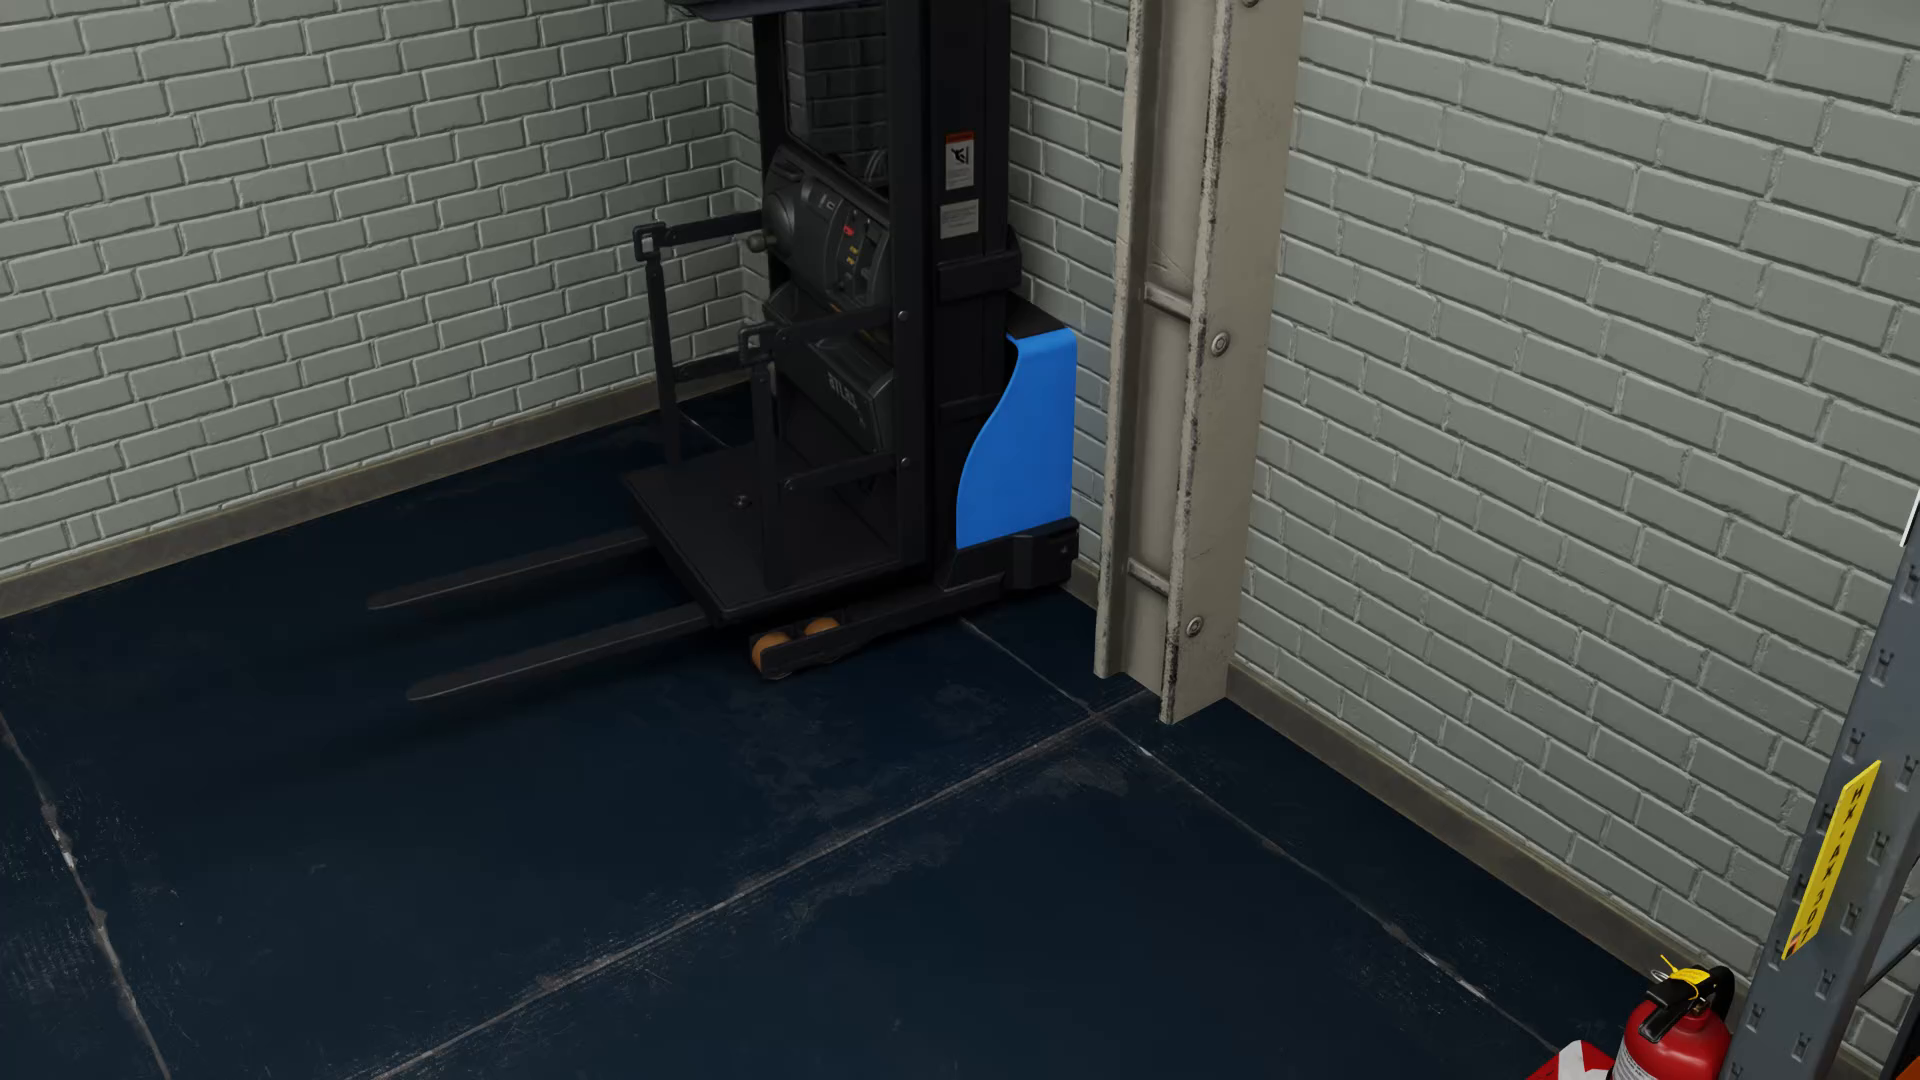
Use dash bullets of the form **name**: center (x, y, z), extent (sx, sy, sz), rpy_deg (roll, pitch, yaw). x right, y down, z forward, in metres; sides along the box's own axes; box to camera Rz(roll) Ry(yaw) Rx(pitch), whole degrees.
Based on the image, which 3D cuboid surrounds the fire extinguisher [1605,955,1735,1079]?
- **fire extinguisher**: center (1.205, 0.927, 2.840), extent (0.296, 0.674, 0.183), rpy_deg (-22, 38, -31)

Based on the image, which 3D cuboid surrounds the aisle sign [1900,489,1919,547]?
- **aisle sign**: center (1.387, -0.390, 2.071), extent (0.394, 0.787, 0.004), rpy_deg (-22, 38, -31)

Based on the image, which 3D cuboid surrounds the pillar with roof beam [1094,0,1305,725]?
- **pillar with roof beam**: center (-2.681, -1.923, 1.317), extent (9.100, 9.000, 0.400), rpy_deg (-22, 38, -31)

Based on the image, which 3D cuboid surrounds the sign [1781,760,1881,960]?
- **sign**: center (1.232, 0.456, 2.352), extent (0.100, 0.325, 0.005), rpy_deg (-22, 38, -31)

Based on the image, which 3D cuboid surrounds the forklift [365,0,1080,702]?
- **forklift**: center (-0.651, -1.066, 5.688), extent (3.031, 2.935, 1.130), rpy_deg (-16, 35, -24)
